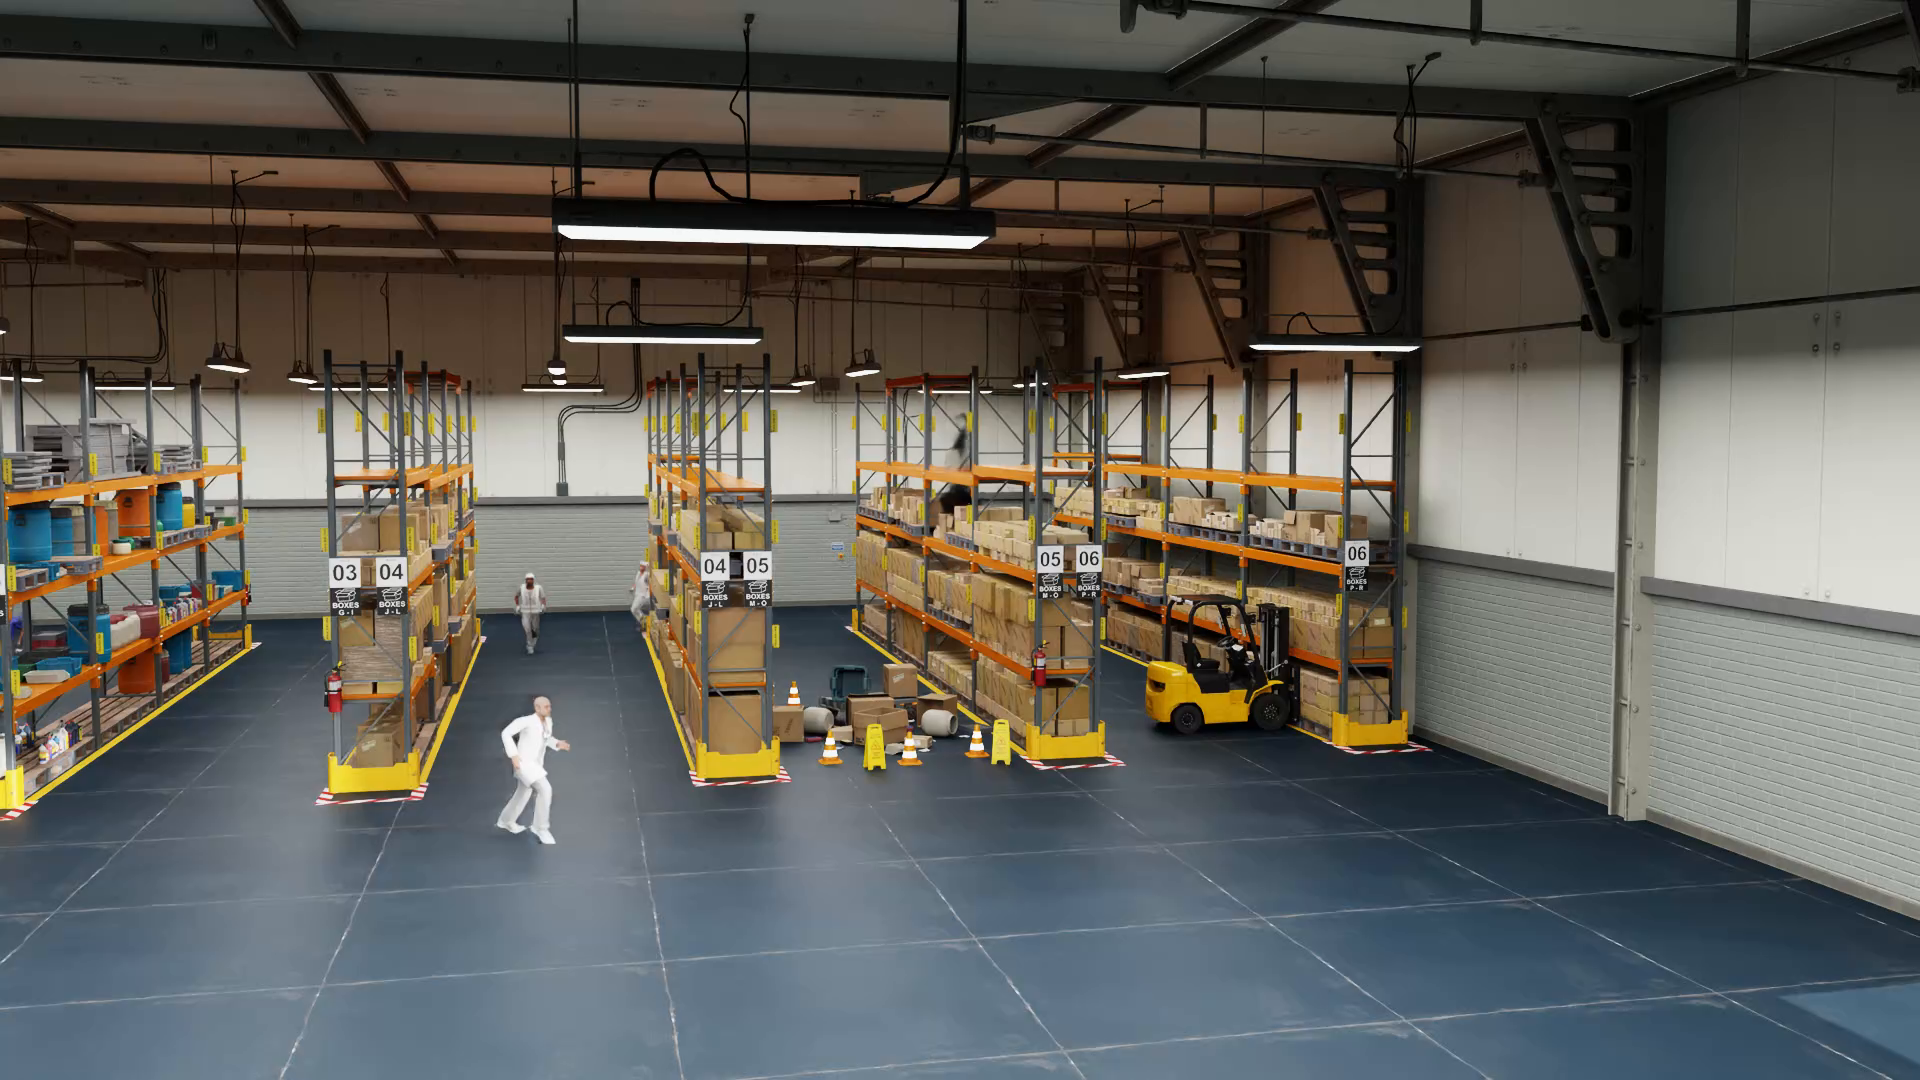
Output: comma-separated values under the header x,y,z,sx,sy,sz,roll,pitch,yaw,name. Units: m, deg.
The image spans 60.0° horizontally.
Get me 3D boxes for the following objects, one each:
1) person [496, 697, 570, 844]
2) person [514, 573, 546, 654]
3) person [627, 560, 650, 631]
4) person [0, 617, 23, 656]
x,y,z,sx,sy,sz,roll,pitch,yaw,name
-5.206,2.761,20.024,0.985,1.785,0.725,1,4,19,person
-9.445,1.590,36.549,0.662,1.759,0.887,-1,4,-15,person
-7.672,1.346,39.965,0.581,1.723,0.719,-3,5,-41,person
-17.974,2.016,31.307,0.561,1.618,0.562,-1,4,-13,person
